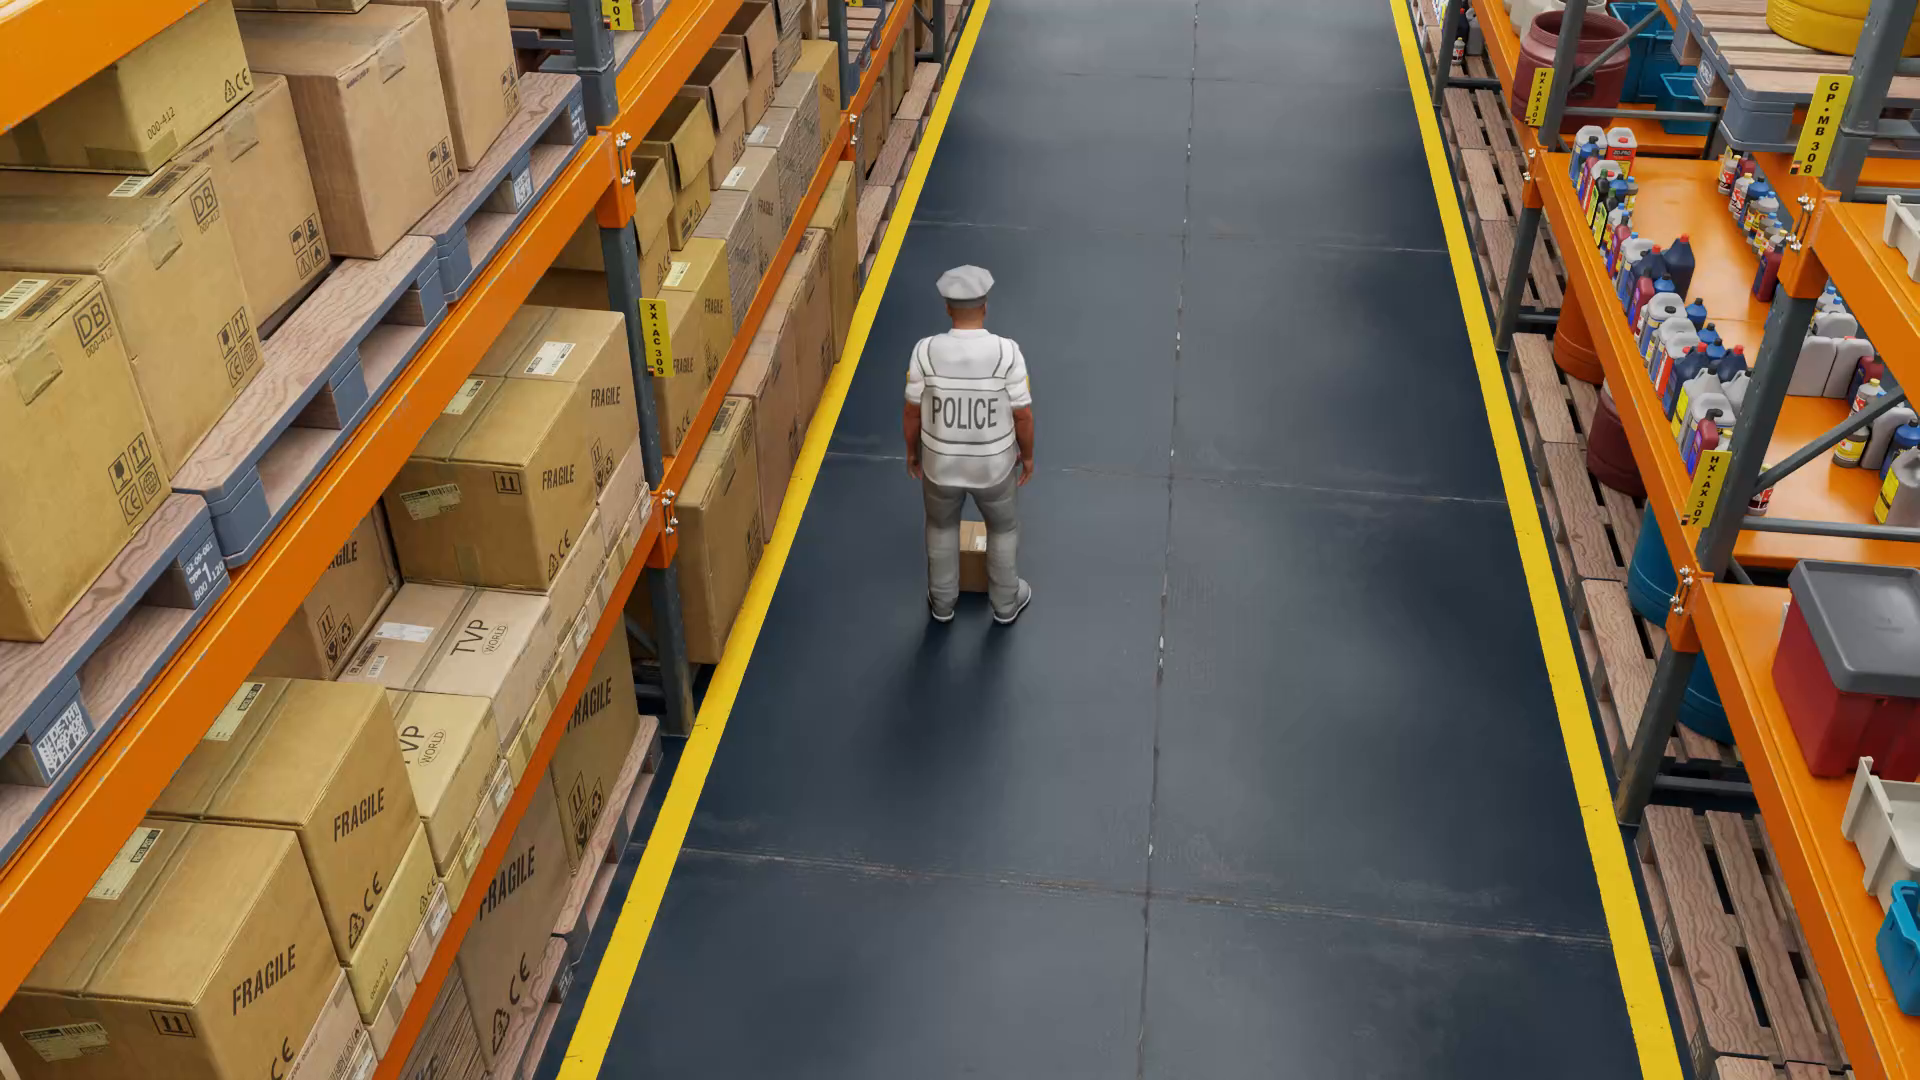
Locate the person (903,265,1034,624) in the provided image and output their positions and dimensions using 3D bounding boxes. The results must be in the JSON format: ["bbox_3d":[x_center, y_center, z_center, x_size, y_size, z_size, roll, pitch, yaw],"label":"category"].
[{"bbox_3d":[0.041,-0.368,7.542,0.588,1.748,0.435,4,36,5],"label":"person"}]
